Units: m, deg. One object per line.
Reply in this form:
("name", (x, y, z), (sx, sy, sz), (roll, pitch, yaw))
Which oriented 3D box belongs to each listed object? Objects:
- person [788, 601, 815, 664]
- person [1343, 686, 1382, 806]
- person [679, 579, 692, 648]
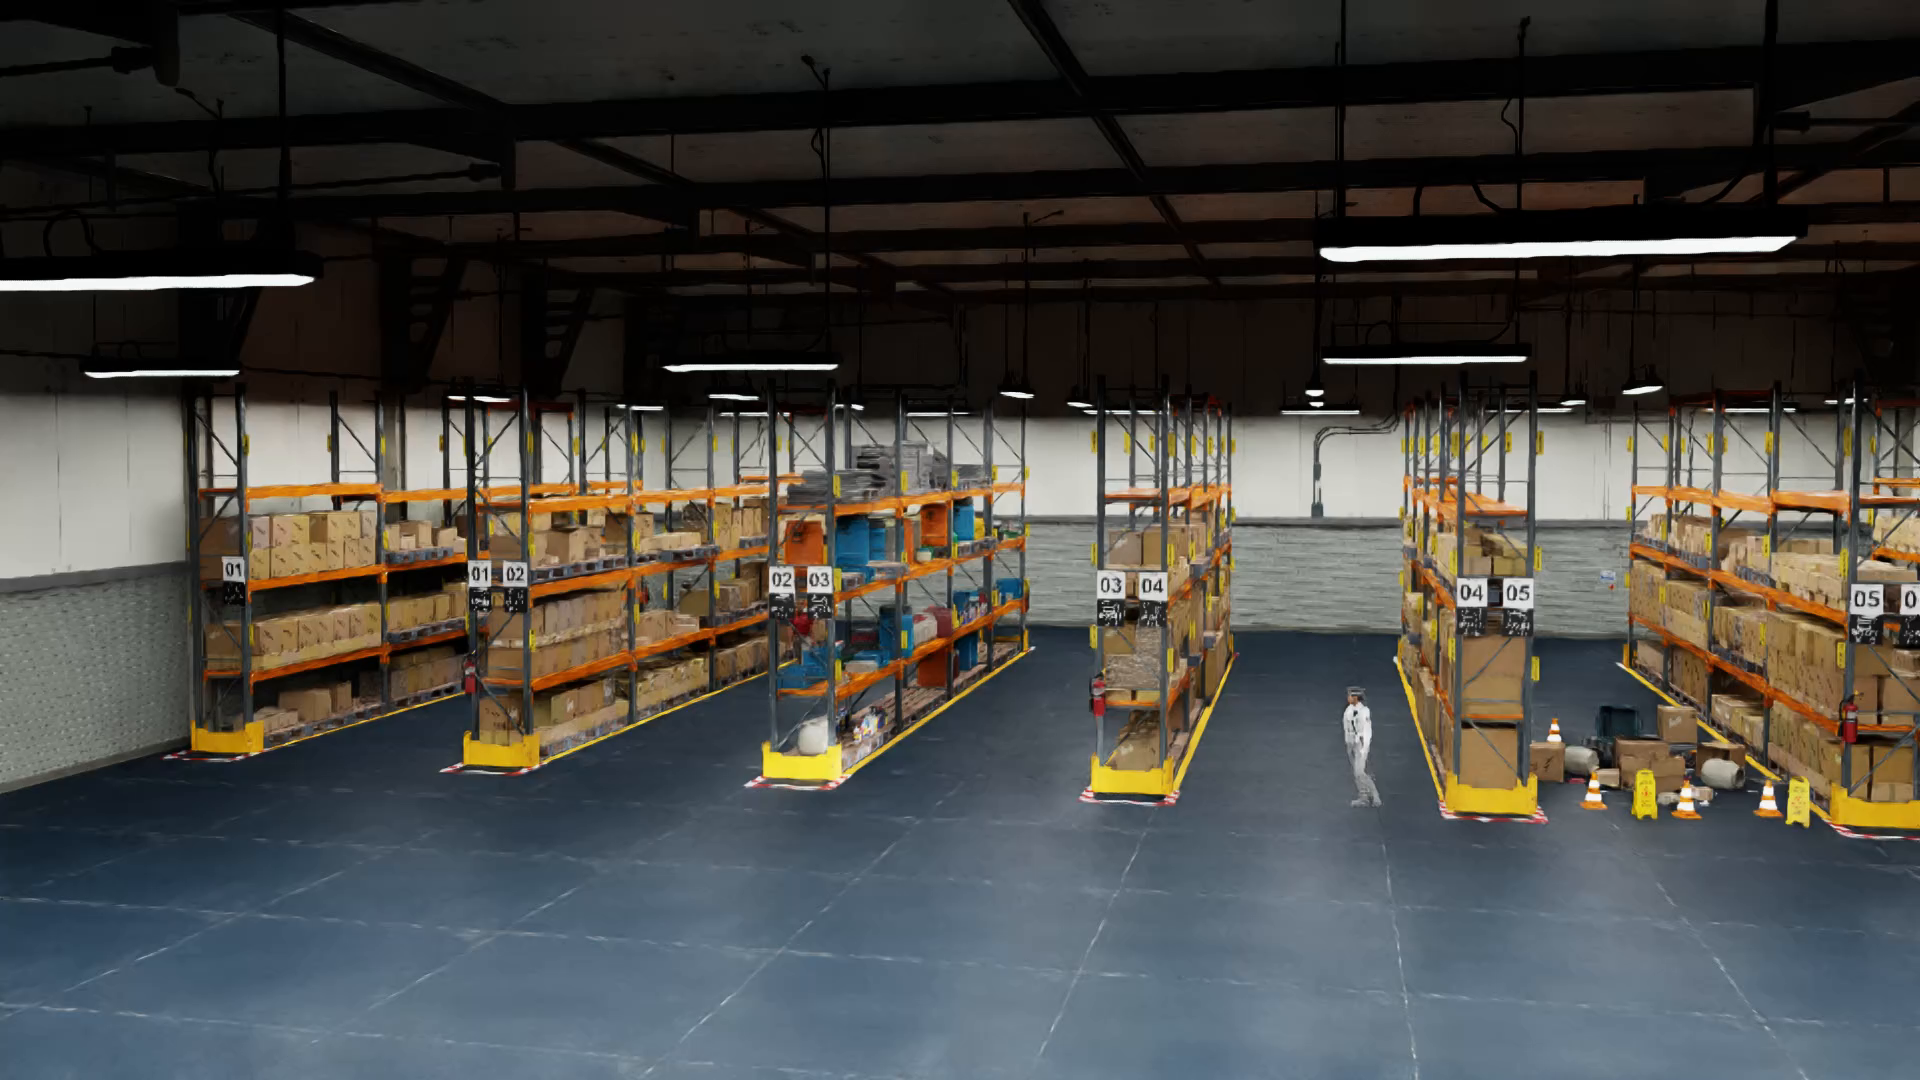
("person", (-3.430, 2.117, 35.668), (0.547, 1.640, 1.100), (1, 3, 10))
("person", (5.546, 2.848, 22.983), (0.437, 1.659, 0.621), (-1, 4, -23))
("person", (-6.712, 1.804, 40.969), (0.367, 1.688, 0.611), (0, 3, 4))
